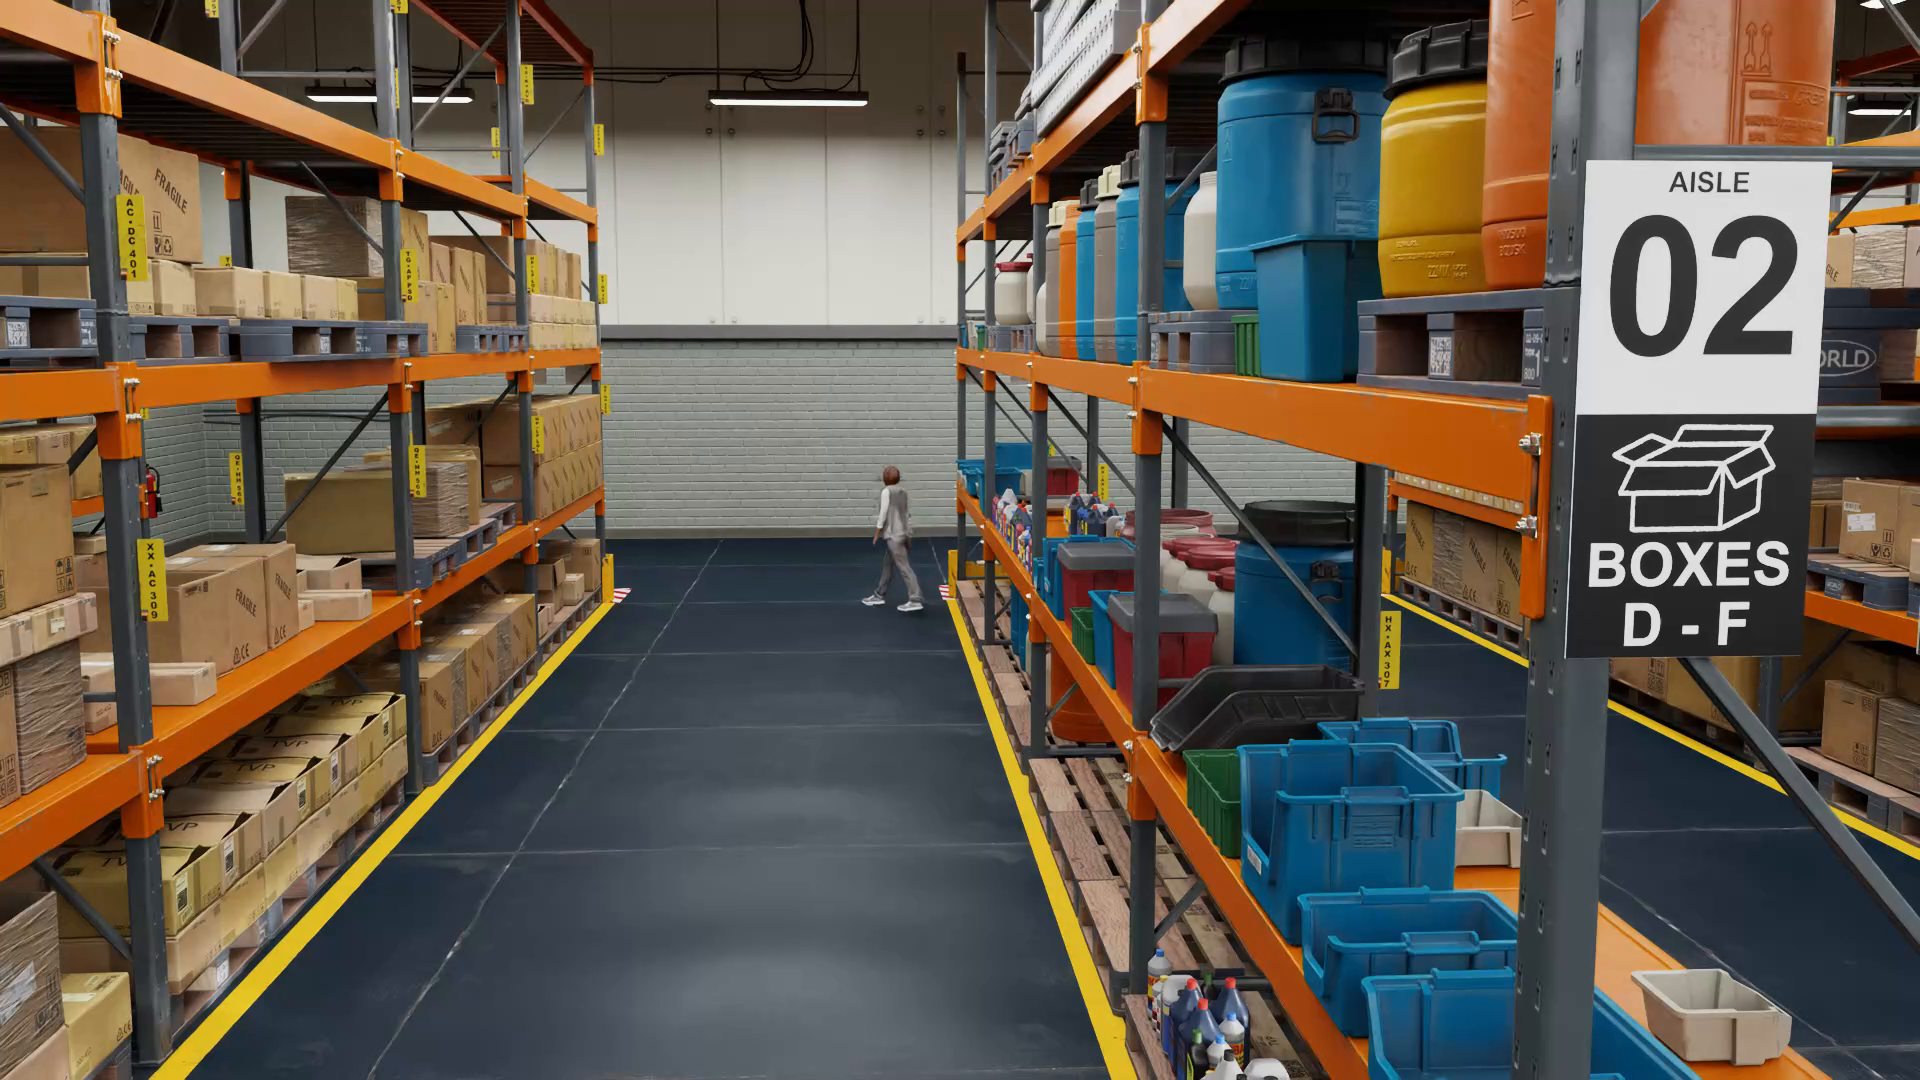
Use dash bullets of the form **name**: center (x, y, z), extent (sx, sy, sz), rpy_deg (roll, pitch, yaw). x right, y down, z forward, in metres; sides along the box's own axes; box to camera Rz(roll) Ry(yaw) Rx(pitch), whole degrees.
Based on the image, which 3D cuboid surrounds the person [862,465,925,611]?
- **person**: center (-0.724, -0.029, 17.888), extent (0.889, 1.535, 0.487), rpy_deg (4, 8, 29)
